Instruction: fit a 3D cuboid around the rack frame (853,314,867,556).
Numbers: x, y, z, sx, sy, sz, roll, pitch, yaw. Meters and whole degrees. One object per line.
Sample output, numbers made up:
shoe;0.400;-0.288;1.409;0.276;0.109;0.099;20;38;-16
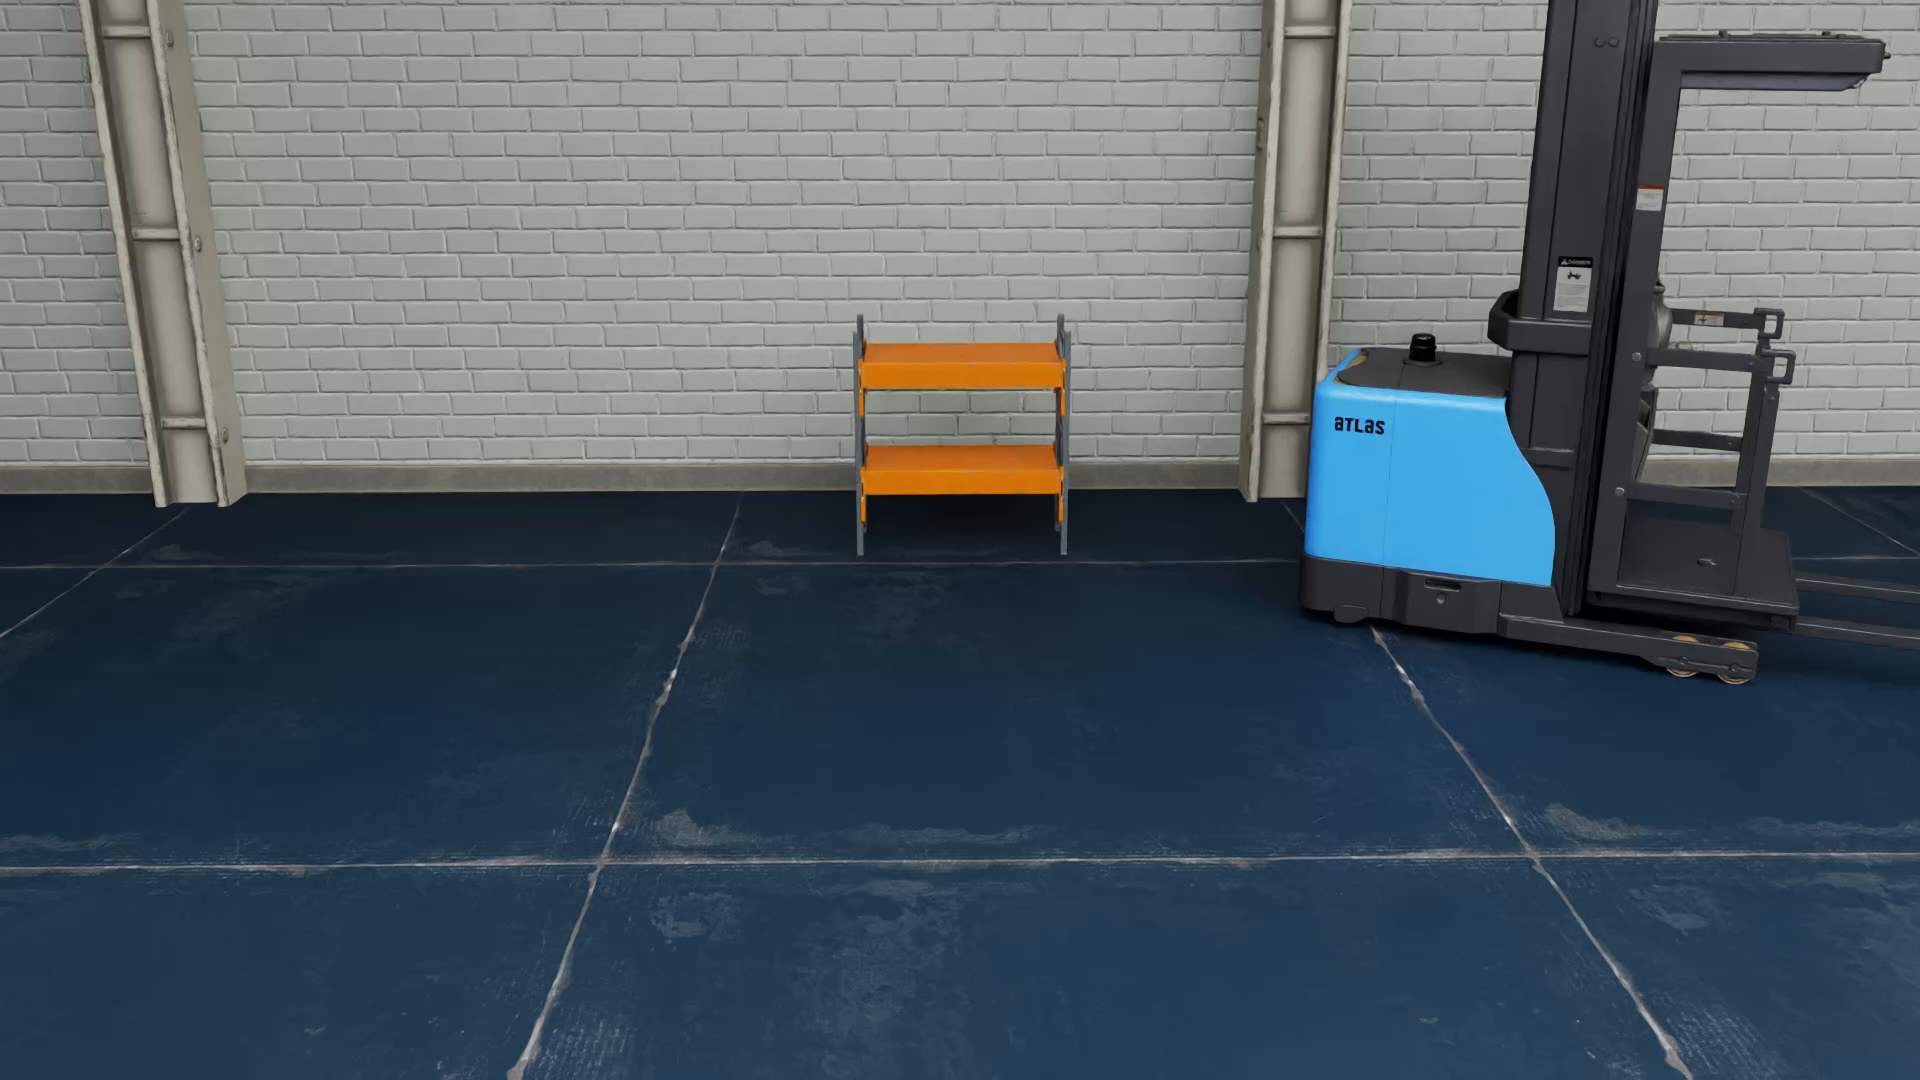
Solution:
rack frame;-0.502;-0.533;8.368;0.032;1.125;0.500;0;18;-1

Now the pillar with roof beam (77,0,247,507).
pillar with roof beam;-4.146;-3.198;3.786;0.400;9.000;9.100;0;18;-1

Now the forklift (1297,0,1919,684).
forklift;3.077;-0.996;6.855;3.031;2.935;1.130;7;19;22

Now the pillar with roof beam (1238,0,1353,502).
pillar with roof beam;1.853;-3.227;3.876;0.400;9.000;9.100;0;18;-1

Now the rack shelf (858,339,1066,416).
rack shelf;0.007;-0.814;8.286;1.000;0.278;0.538;0;18;-1

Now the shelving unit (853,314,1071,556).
shelving unit;0.007;-0.536;8.376;1.048;1.125;0.538;0;18;-1

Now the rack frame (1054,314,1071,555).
rack frame;0.515;-0.538;8.383;0.032;1.125;0.500;0;18;-1

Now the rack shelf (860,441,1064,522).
rack shelf;0.007;-0.303;8.451;1.000;0.278;0.538;0;18;-1
